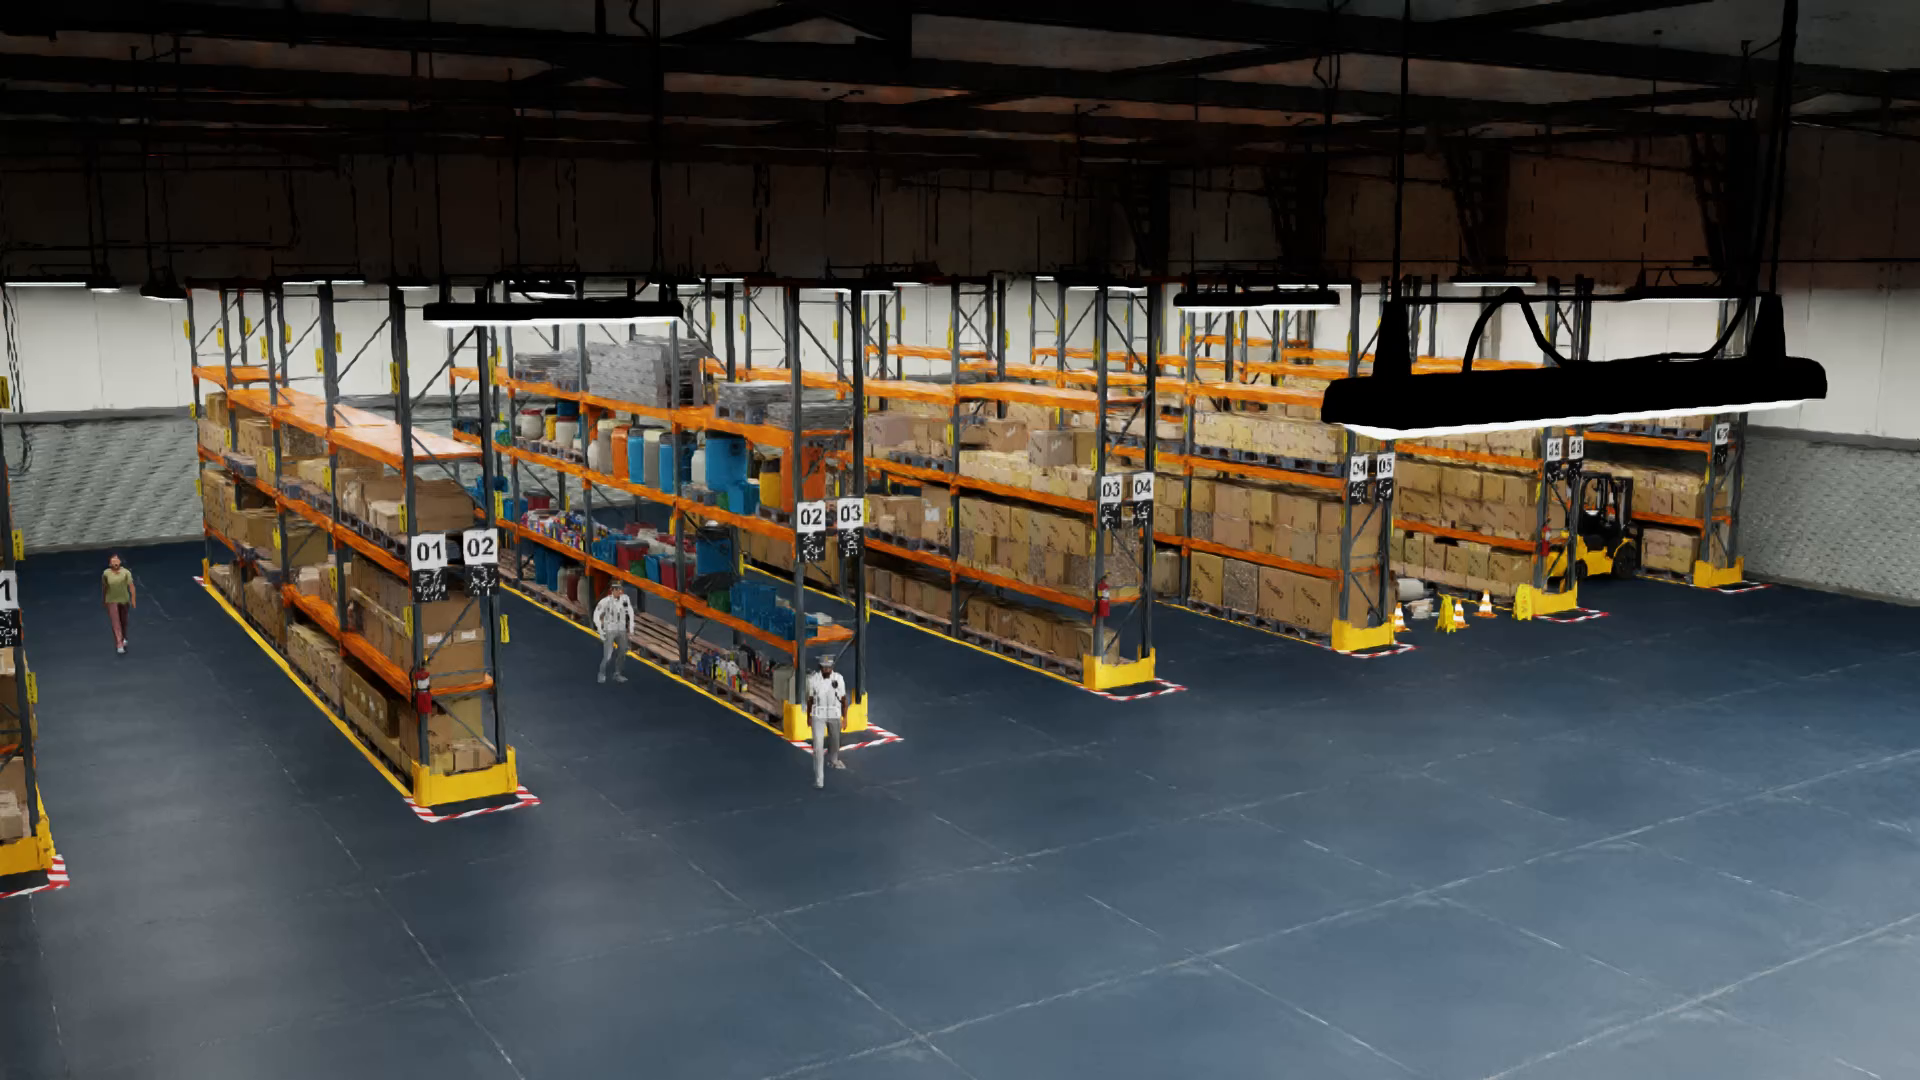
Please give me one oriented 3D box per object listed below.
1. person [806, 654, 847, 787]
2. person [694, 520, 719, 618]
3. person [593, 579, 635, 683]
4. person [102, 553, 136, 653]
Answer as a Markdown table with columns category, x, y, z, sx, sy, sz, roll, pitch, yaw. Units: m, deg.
| category | x | y | z | sx | sy | sz | roll | pitch | yaw |
| --- | --- | --- | --- | --- | --- | --- | --- | --- | --- |
| person | -1.623 | 2.146 | 20.389 | 0.503 | 1.612 | 0.943 | -2 | 10 | -11 |
| person | -4.149 | 0.515 | 28.011 | 0.526 | 1.727 | 1.033 | -8 | 13 | -40 |
| person | -5.211 | 1.361 | 25.064 | 0.639 | 1.632 | 0.512 | -6 | 11 | -34 |
| person | -13.739 | 0.999 | 27.196 | 0.458 | 1.612 | 1.010 | -6 | 11 | -33 |
